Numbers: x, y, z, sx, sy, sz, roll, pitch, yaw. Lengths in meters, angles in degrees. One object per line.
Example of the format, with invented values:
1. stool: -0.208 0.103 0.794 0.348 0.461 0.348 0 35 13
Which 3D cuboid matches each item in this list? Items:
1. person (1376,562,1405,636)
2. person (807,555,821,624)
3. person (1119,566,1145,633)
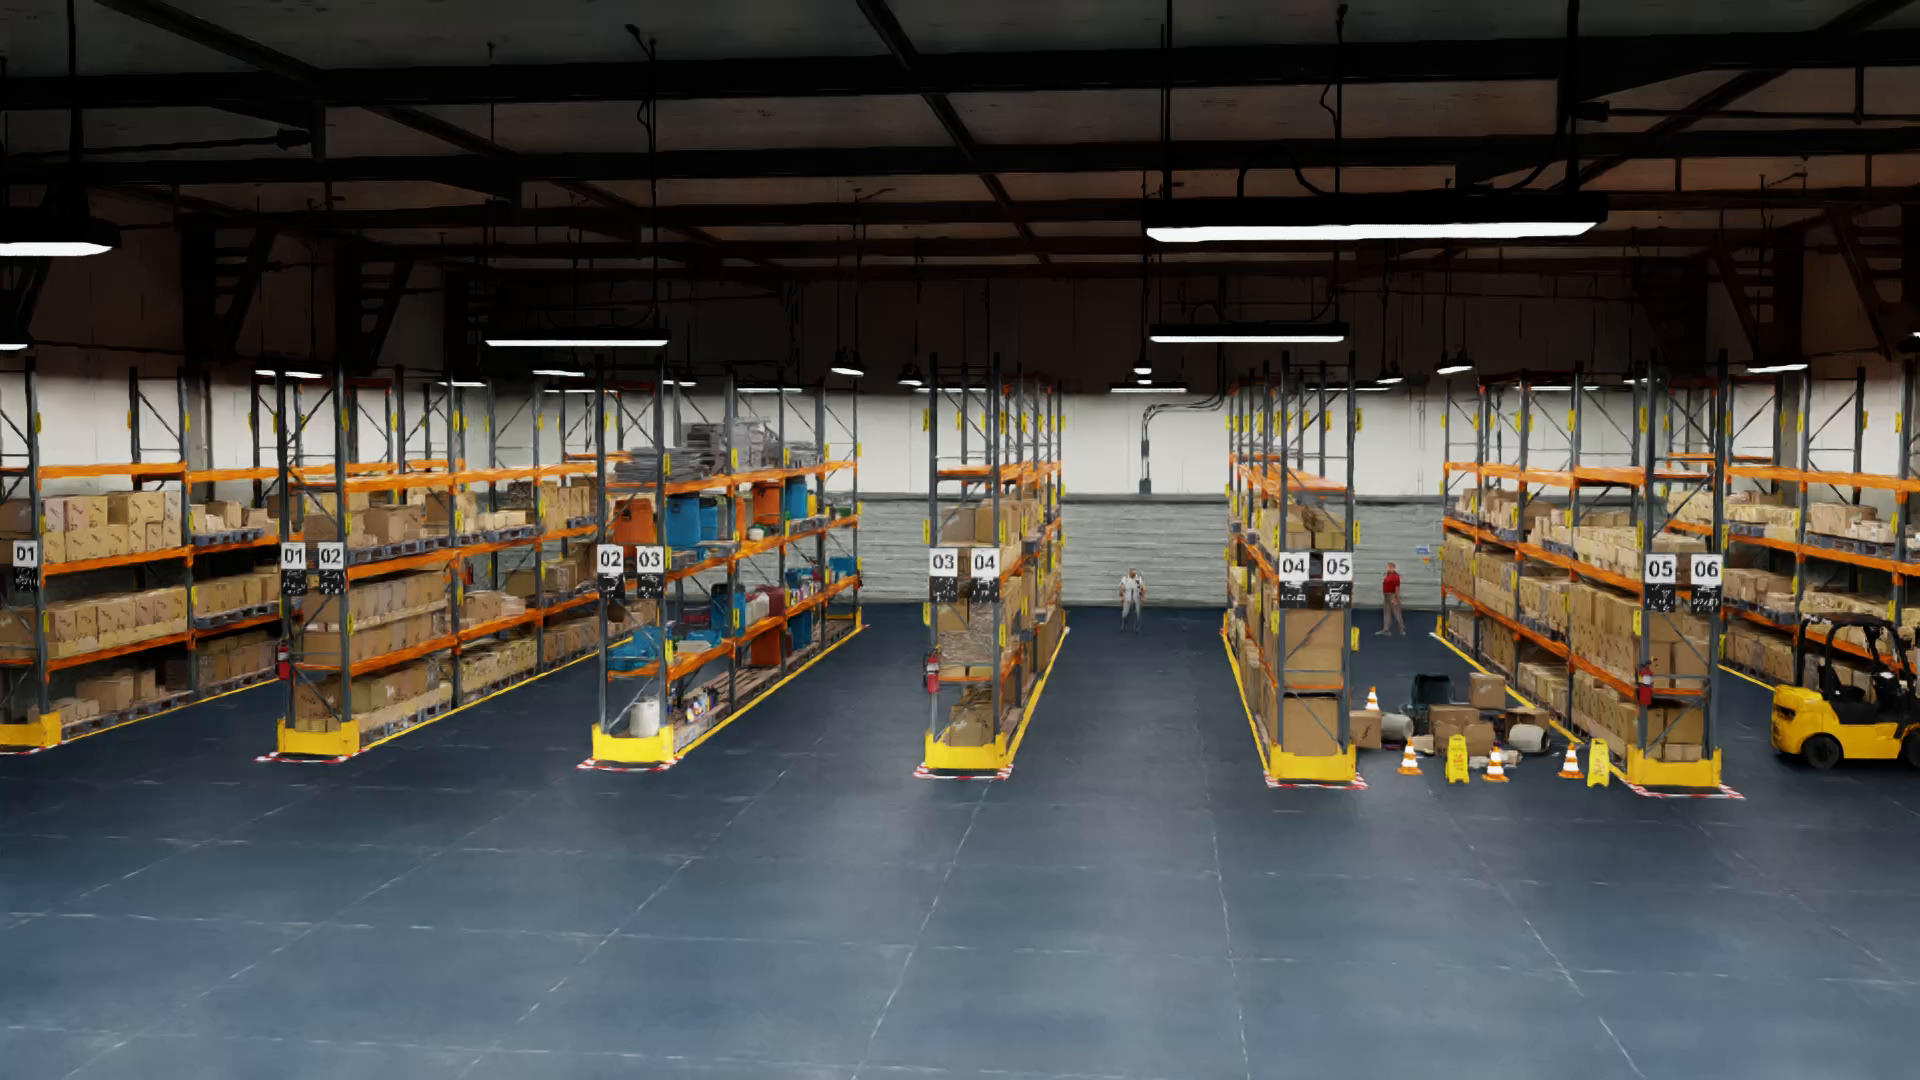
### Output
1. person: 10.162 1.383 39.093 0.559 1.721 0.664 -1 4 -12
2. person: -3.465 1.177 39.660 0.424 1.657 0.537 -3 5 -41
3. person: 4.087 1.410 39.543 0.625 1.611 0.582 0 4 4
